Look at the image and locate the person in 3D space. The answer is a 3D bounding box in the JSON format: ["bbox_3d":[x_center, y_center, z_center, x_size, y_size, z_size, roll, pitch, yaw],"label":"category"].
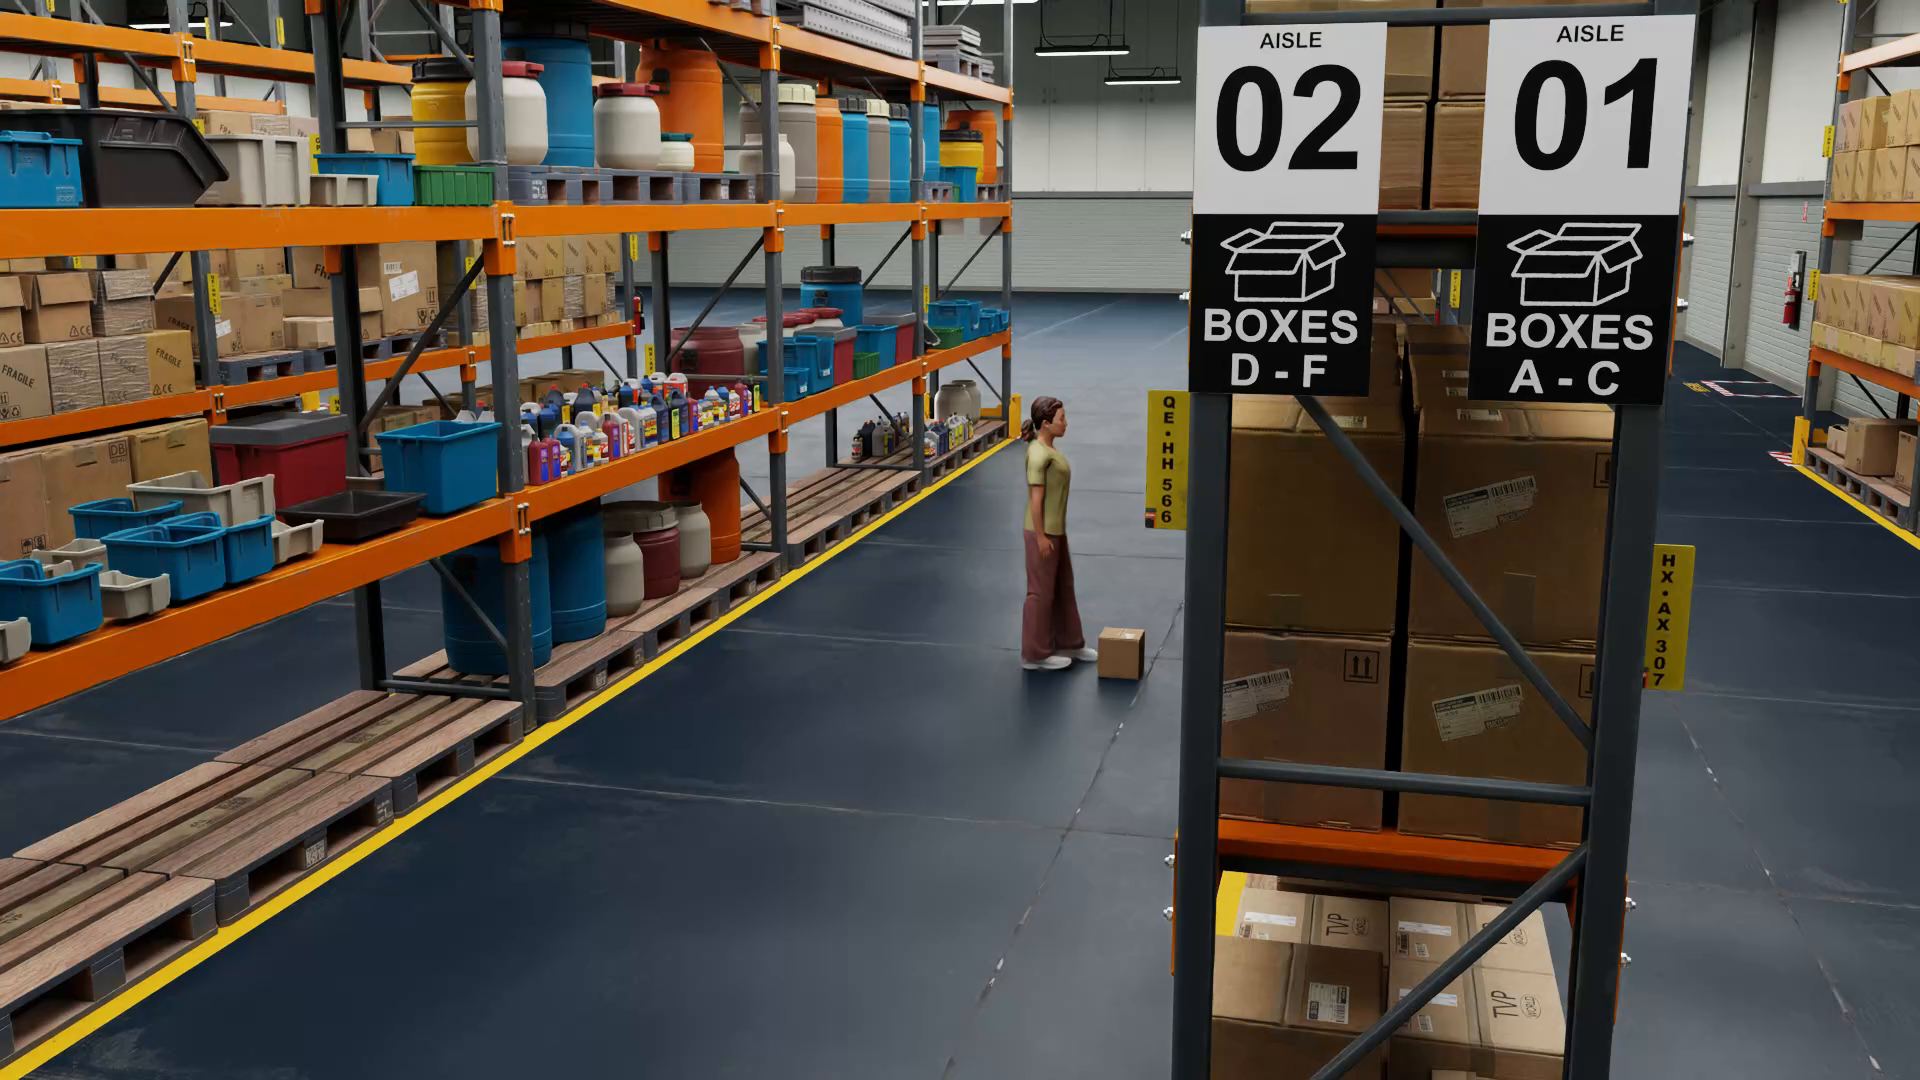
[{"bbox_3d":[0.615,-0.039,10.102,0.528,1.677,0.471,1,12,7],"label":"person"}]
